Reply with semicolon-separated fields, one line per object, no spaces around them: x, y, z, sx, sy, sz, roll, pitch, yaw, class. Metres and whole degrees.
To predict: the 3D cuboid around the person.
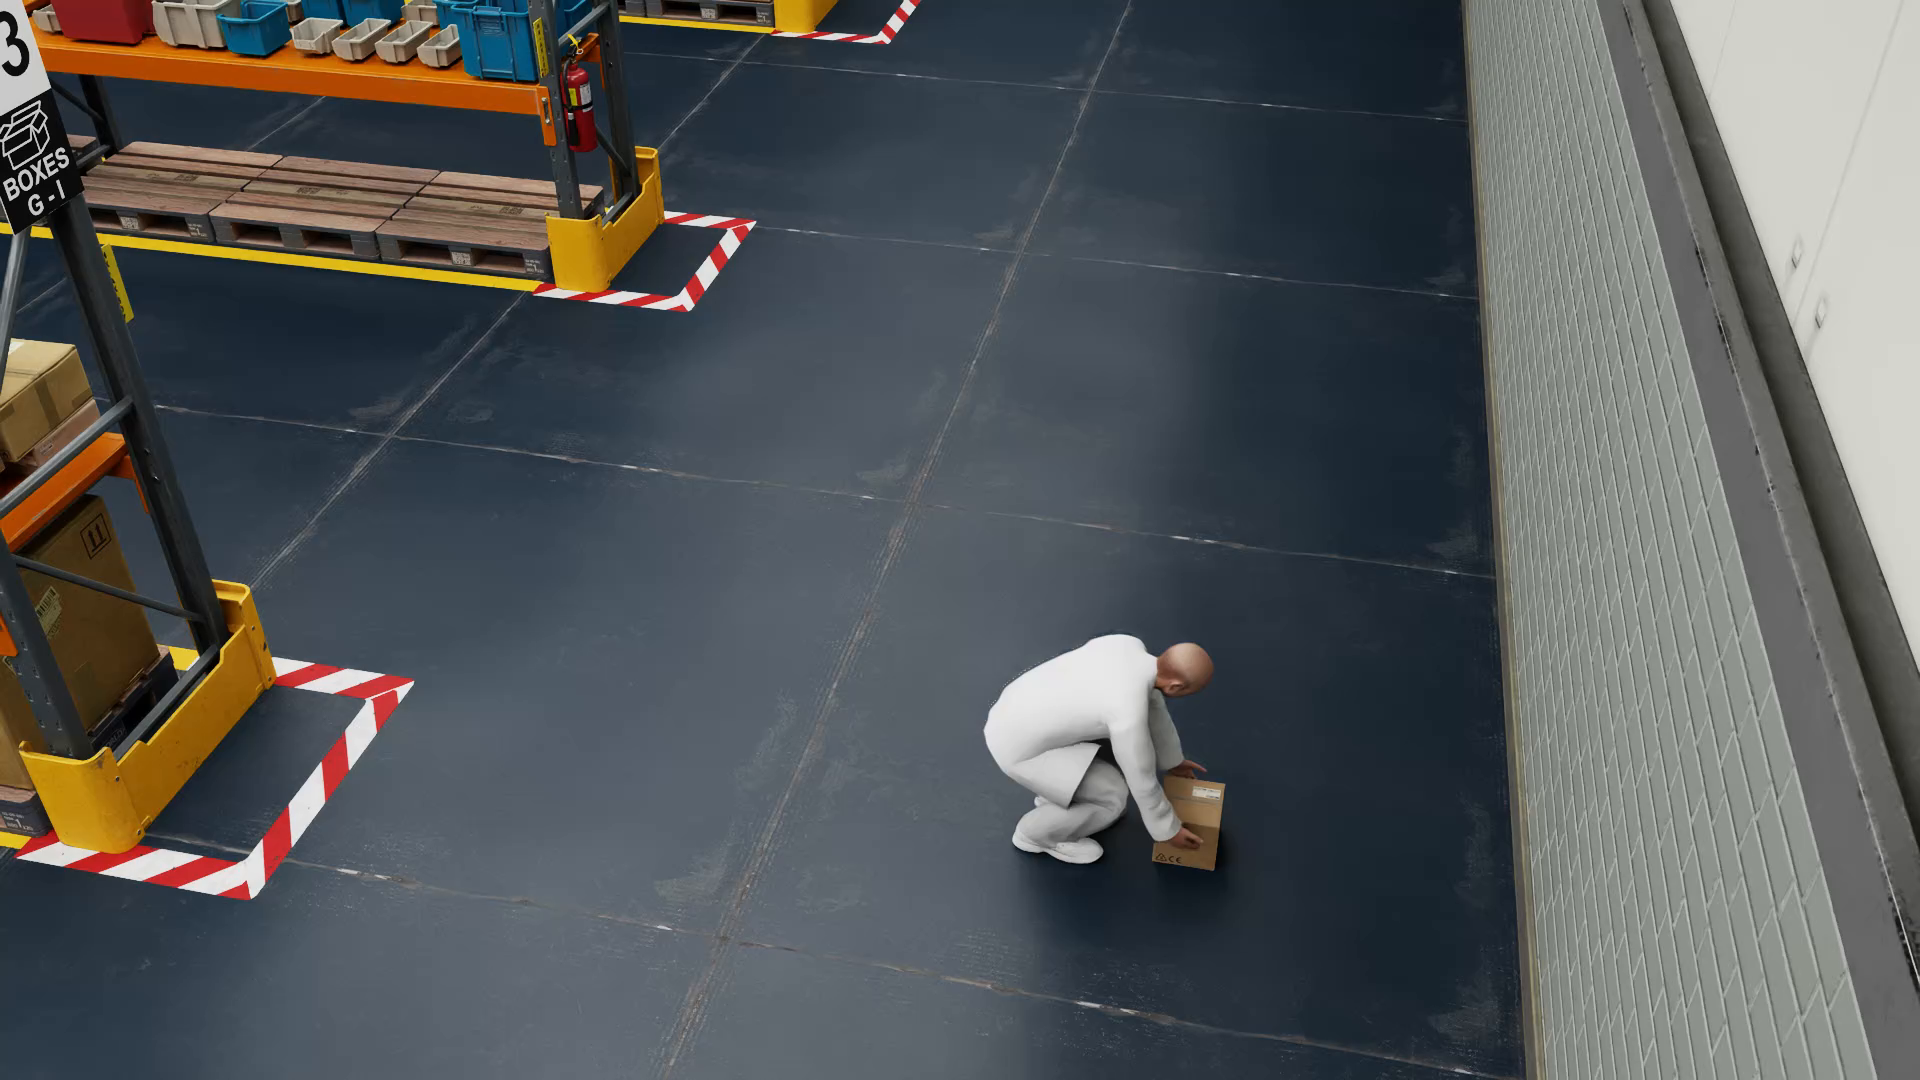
0.552;0.792;6.572;0.902;0.980;0.610;7;37;10;person
